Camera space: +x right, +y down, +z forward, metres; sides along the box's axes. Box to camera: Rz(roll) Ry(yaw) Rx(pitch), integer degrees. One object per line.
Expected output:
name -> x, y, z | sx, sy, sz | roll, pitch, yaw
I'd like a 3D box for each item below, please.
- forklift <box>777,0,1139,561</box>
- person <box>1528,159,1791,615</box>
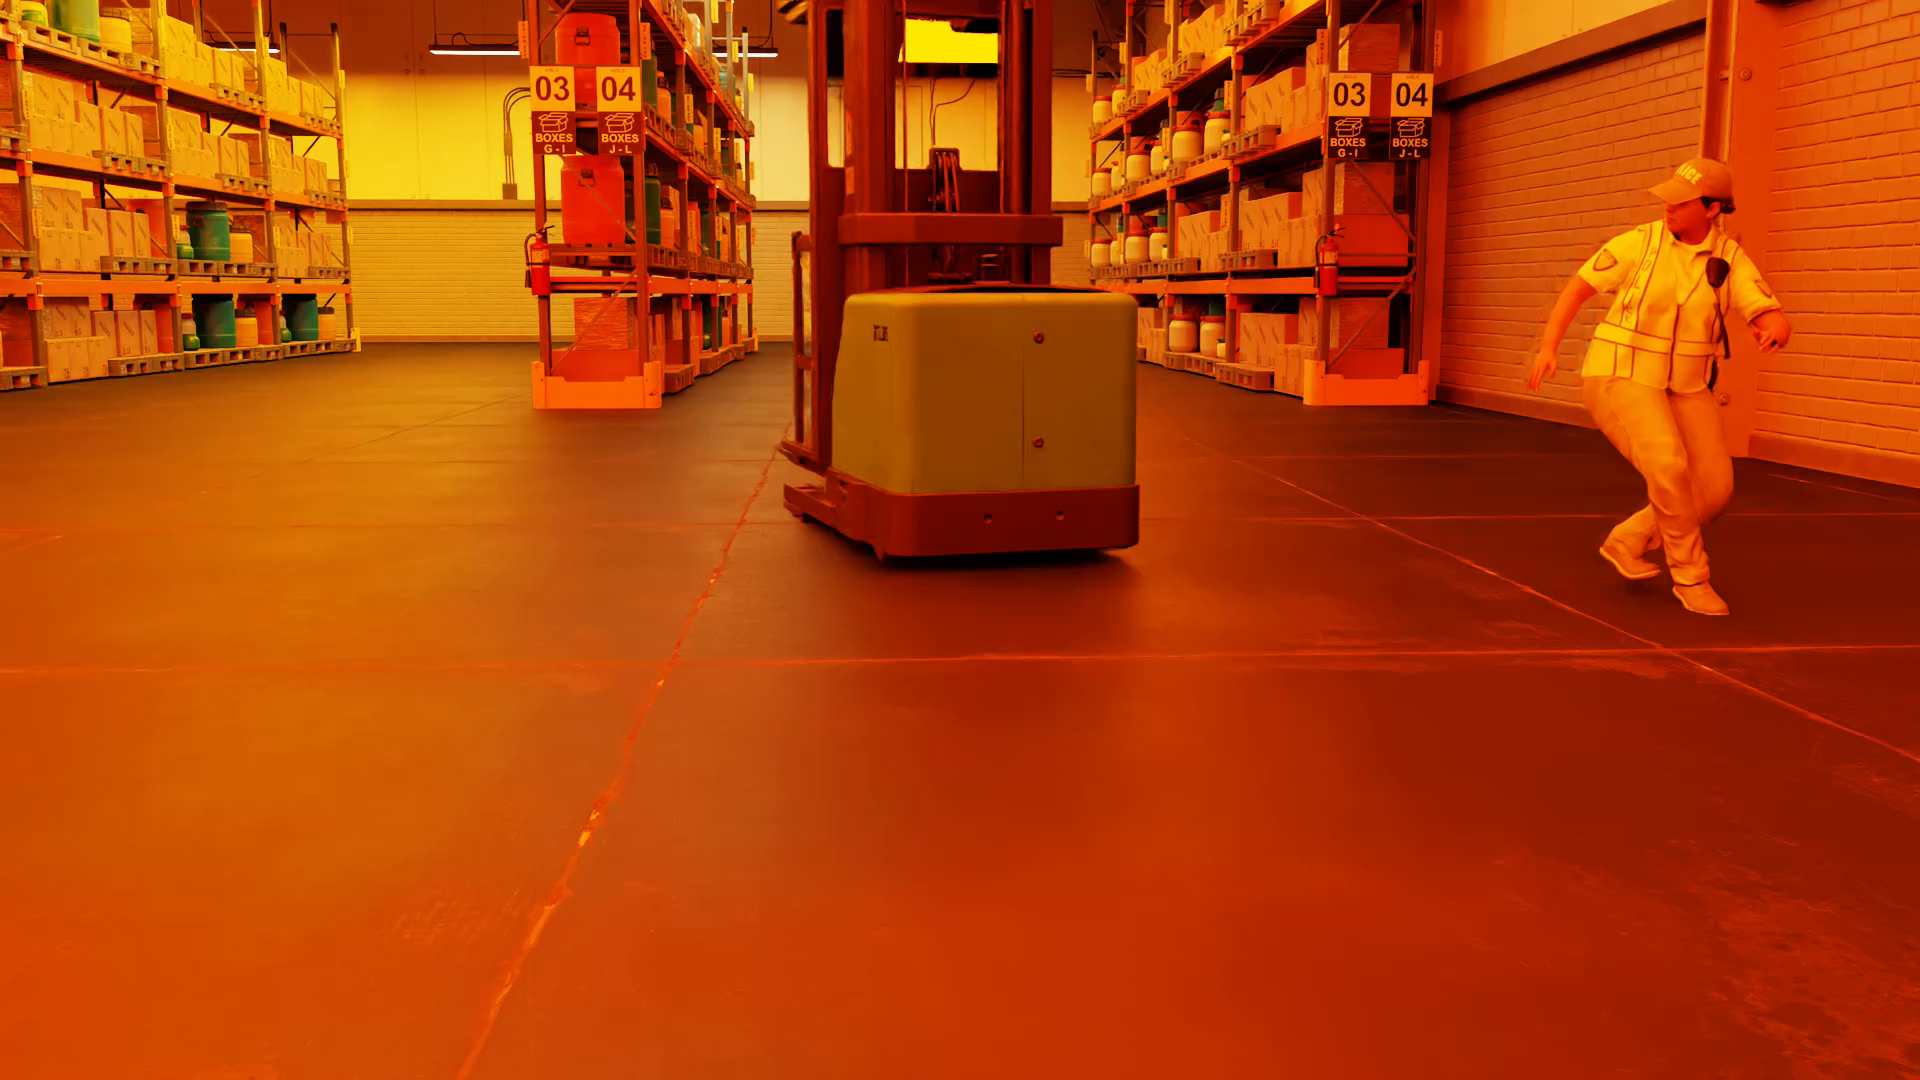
forklift -> -0.218, -1.545, 7.735 | 1.130, 2.935, 3.031 | -3, 9, -18
person -> 2.418, -0.533, 5.760 | 0.803, 1.541, 0.808 | -1, 8, -5
